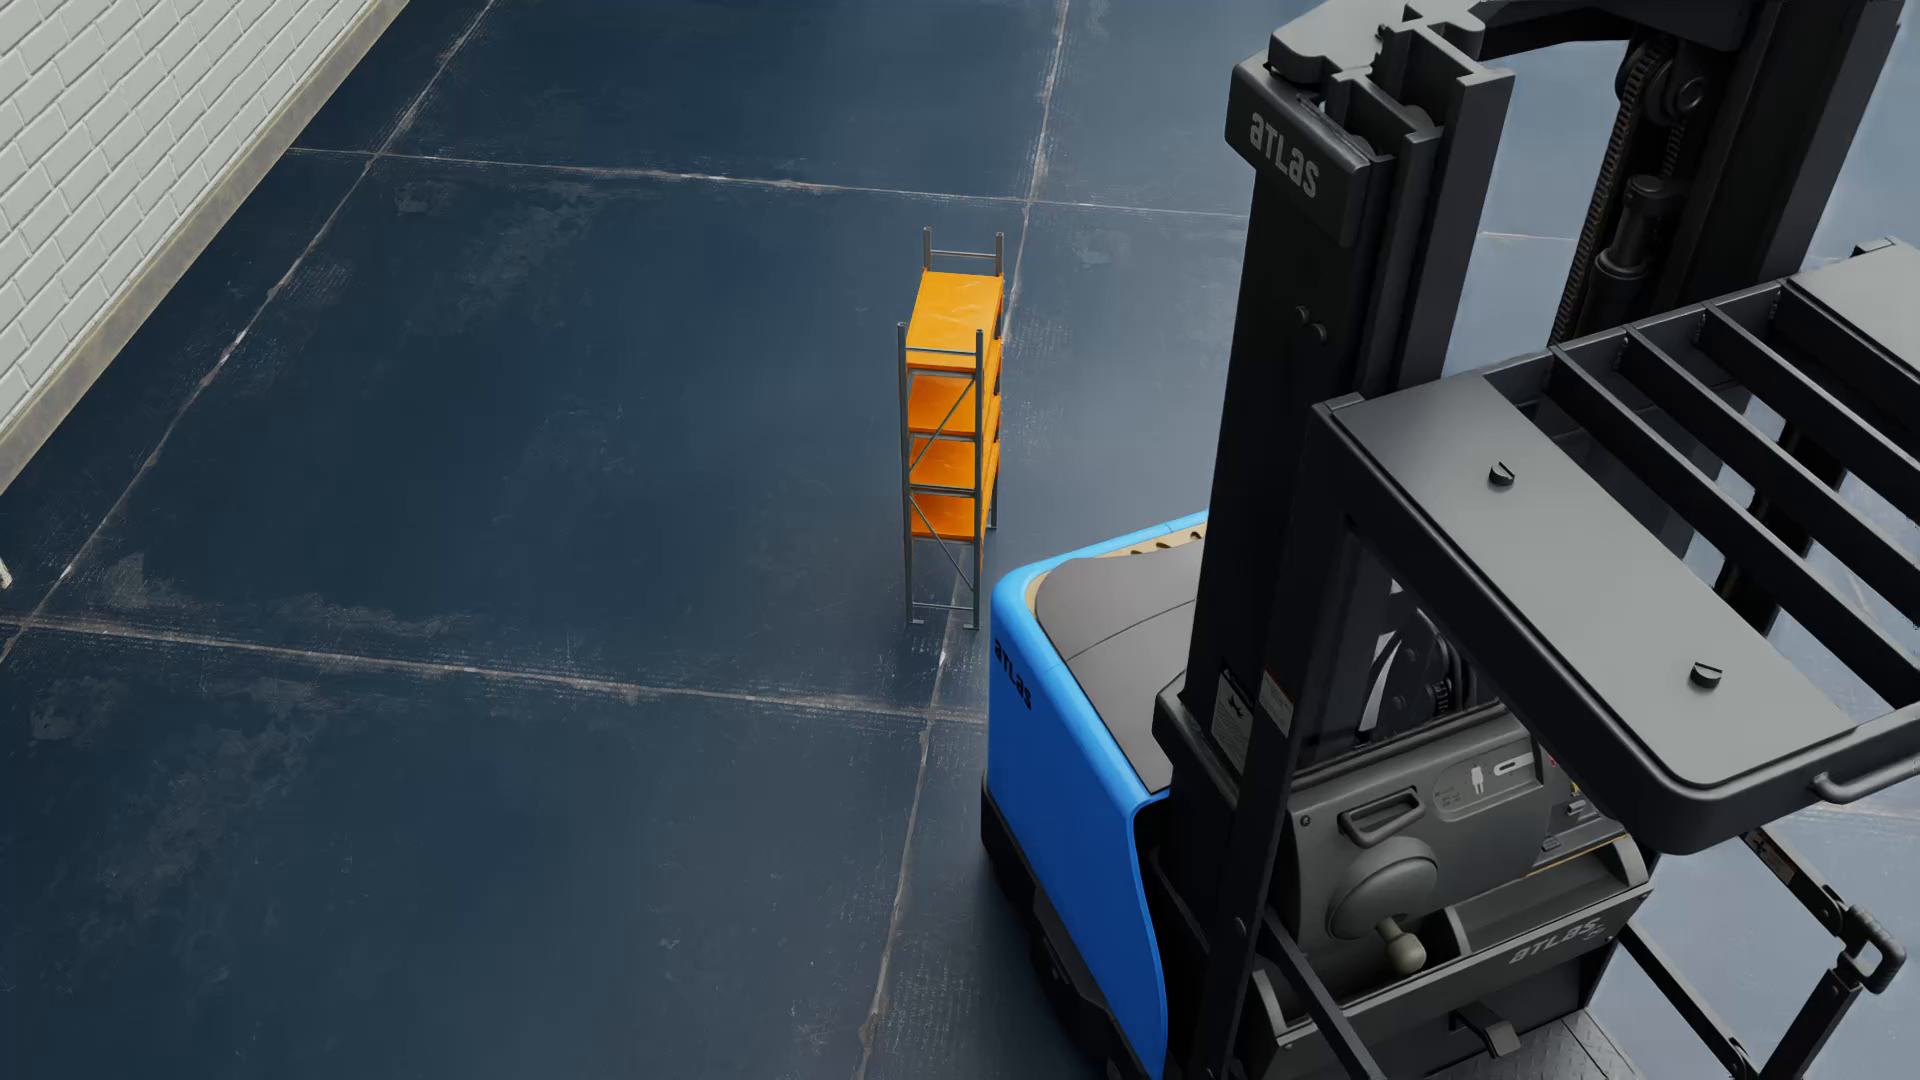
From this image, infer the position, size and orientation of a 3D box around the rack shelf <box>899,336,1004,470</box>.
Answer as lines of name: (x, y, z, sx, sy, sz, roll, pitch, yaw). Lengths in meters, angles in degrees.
rack shelf: (-0.022, -0.436, 5.111, 0.258, 0.148, 0.480, 5, 44, 6)

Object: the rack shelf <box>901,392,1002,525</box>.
rack shelf: (-0.022, -0.274, 5.265, 0.258, 0.148, 0.480, 5, 44, 6)

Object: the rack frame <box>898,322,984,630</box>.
rack frame: (-0.054, -0.157, 5.043, 0.240, 1.200, 0.015, 5, 44, 6)

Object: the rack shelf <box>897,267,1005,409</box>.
rack shelf: (-0.022, -0.608, 4.948, 0.258, 0.148, 0.480, 5, 44, 6)

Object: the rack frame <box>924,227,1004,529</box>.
rack frame: (0.010, -0.489, 5.394, 0.240, 1.200, 0.015, 5, 44, 6)

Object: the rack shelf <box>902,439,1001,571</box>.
rack shelf: (-0.022, -0.130, 5.401, 0.258, 0.148, 0.480, 5, 44, 6)

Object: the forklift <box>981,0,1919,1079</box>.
forklift: (1.111, 0.601, 2.984, 1.130, 2.935, 3.031, -17, 46, -17)

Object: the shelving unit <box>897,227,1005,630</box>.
shelving unit: (-0.022, -0.323, 5.218, 0.258, 1.200, 0.503, 5, 44, 6)
